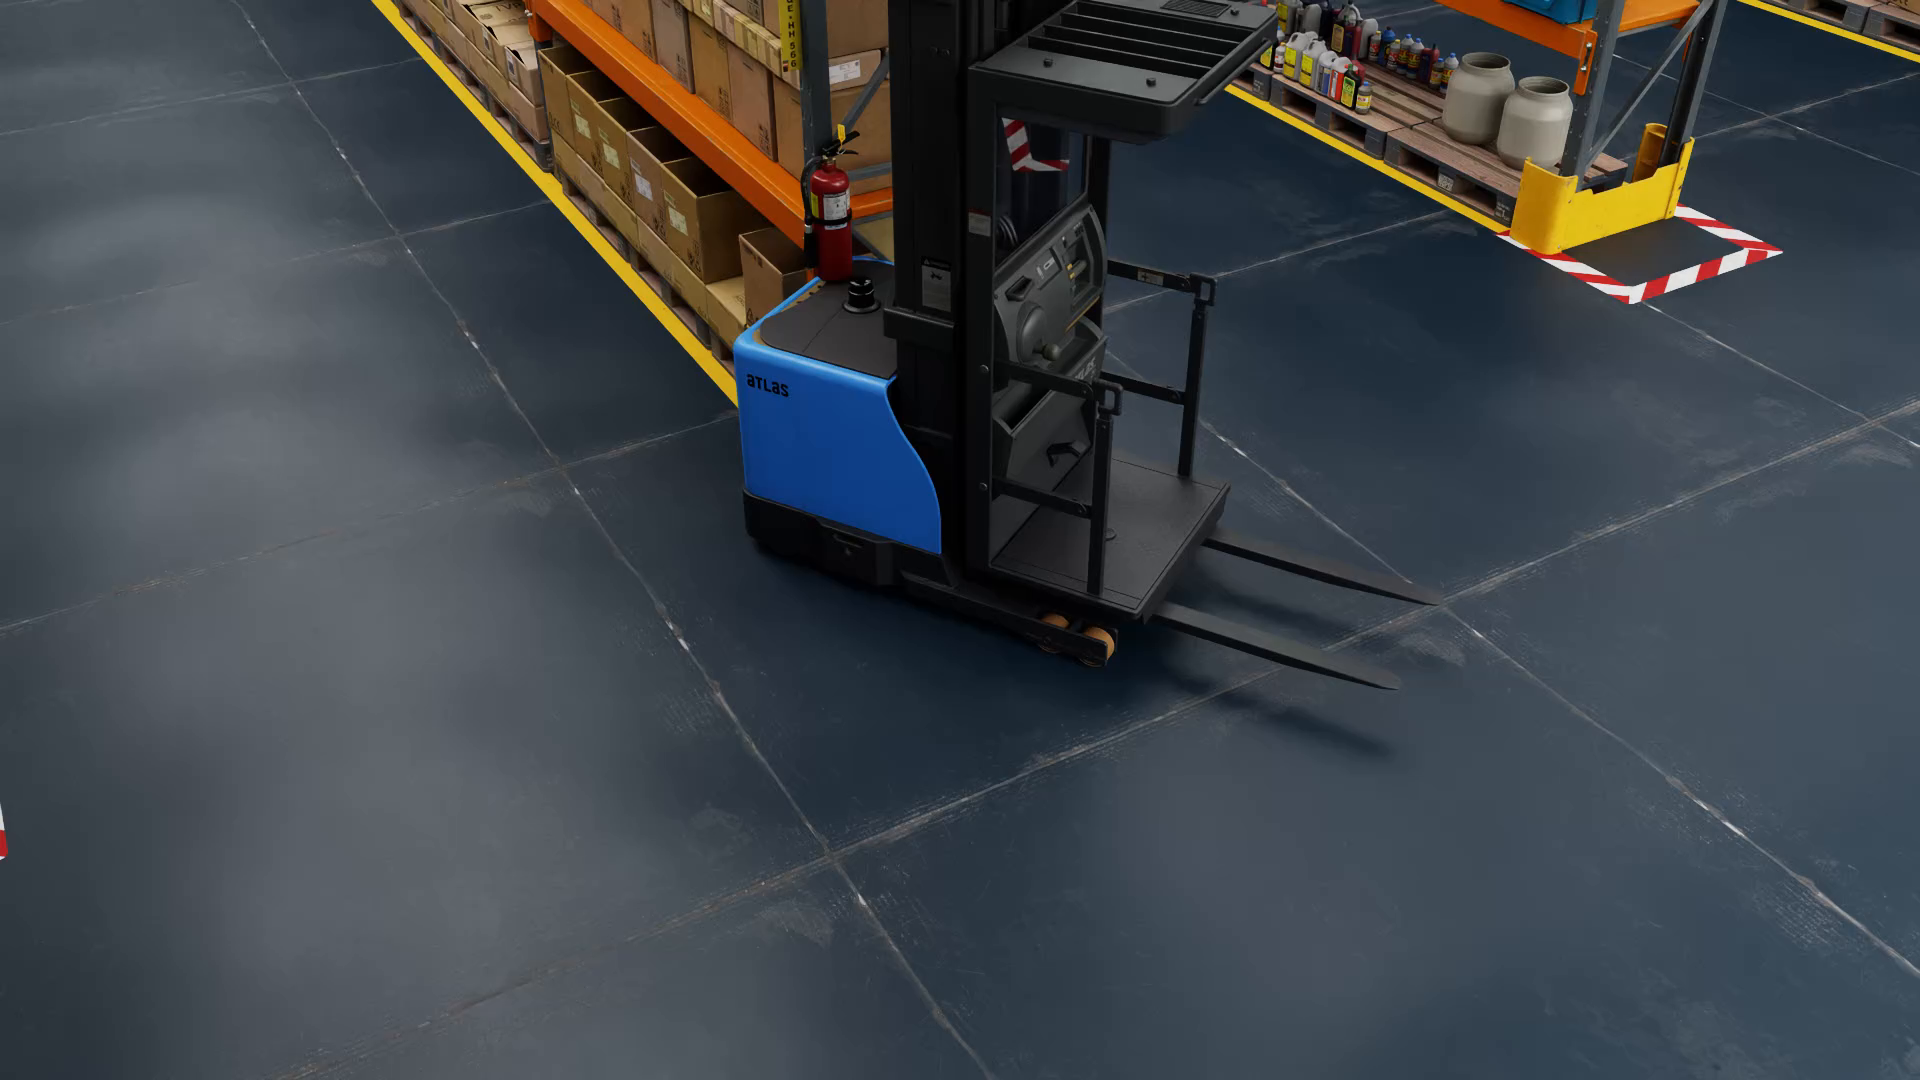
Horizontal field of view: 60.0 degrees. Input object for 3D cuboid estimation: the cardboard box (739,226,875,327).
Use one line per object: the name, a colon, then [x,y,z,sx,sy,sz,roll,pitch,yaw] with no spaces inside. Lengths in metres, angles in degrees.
cardboard box: [-0.751,-1.251,8.259,0.500,0.500,0.500,-19,40,-24]

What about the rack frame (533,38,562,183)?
rack frame: [-2.234,-3.743,10.332,1.000,3.000,0.127,-19,40,-24]

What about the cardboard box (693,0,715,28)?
cardboard box: [-1.099,-2.670,8.228,0.380,0.149,0.250,-18,40,-23]

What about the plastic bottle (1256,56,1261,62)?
plastic bottle: [2.192,-3.686,12.127,0.144,0.351,0.185,-21,41,-26]

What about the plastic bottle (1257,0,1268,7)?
plastic bottle: [2.222,-3.825,12.317,0.144,0.351,0.185,-19,40,-24]

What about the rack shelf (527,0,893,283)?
rack shelf: [-1.229,-2.433,9.148,1.077,0.370,4.000,-19,40,-24]

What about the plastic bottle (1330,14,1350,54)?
plastic bottle: [2.806,-3.741,12.259,0.061,0.283,0.133,-19,40,-24]

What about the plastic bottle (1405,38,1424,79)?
plastic bottle: [3.247,-3.437,11.853,0.097,0.271,0.097,0,36,0]

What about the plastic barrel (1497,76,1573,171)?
plastic barrel: [3.663,-2.647,10.585,0.421,0.512,0.421,0,36,0]

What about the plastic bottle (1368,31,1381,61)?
plastic bottle: [3.043,-3.615,12.156,0.097,0.201,0.097,0,36,0]

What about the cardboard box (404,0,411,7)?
cardboard box: [-4.235,-4.488,13.327,0.500,0.250,0.500,-19,40,-24]

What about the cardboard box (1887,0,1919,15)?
cardboard box: [7.713,-4.415,13.015,0.500,0.500,0.500,-9,37,-12]

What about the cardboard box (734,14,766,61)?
cardboard box: [-0.843,-2.408,7.869,0.380,0.149,0.250,-20,40,-25]

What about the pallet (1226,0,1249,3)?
pallet: [1.622,-4.472,13.694,1.003,0.211,1.213,-19,40,-24]

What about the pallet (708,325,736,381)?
pallet: [-0.645,-0.955,8.879,1.003,0.211,1.213,-19,40,-24]

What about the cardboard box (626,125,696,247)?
cardboard box: [-1.516,-2.012,9.301,0.500,0.500,0.500,-19,40,-24]

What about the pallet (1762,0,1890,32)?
pallet: [7.318,-4.596,13.864,1.003,0.211,1.213,-19,40,-24]

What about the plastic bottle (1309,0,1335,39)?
plastic bottle: [2.720,-3.976,12.524,0.144,0.351,0.185,-21,41,-26]

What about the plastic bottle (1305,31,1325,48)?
plastic bottle: [2.521,-3.496,11.930,0.152,0.276,0.135,-19,40,-24]

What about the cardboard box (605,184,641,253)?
cardboard box: [-1.770,-1.963,9.870,0.500,0.250,0.500,-19,40,-24]

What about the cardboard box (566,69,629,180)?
cardboard box: [-2.014,-2.523,10.001,0.500,0.500,0.500,-19,40,-24]

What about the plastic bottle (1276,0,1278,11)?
plastic bottle: [2.502,-4.164,12.908,0.097,0.201,0.097,0,36,0]

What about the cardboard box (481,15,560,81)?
cardboard box: [-2.952,-3.414,11.381,0.500,0.311,0.500,-18,40,-23]

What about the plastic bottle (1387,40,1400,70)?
plastic bottle: [3.146,-3.510,12.013,0.097,0.201,0.097,0,36,0]

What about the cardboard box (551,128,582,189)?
cardboard box: [-2.263,-2.476,10.572,0.500,0.250,0.500,-19,40,-24]

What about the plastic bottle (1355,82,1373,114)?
plastic bottle: [2.758,-3.024,11.346,0.097,0.201,0.097,0,36,0]

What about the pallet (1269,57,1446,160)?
pallet: [2.969,-3.105,11.823,1.003,0.211,1.213,-19,40,-24]

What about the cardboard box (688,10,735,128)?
cardboard box: [-0.960,-2.507,8.555,0.700,0.500,0.500,-19,40,-24]

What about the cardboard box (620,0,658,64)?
cardboard box: [-1.487,-3.035,9.278,0.700,0.500,0.500,-18,40,-23]

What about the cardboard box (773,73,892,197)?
cardboard box: [-0.448,-1.986,7.841,0.700,0.500,0.500,-19,40,-24]

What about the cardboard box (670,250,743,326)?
cardboard box: [-1.264,-1.455,9.174,0.500,0.250,0.500,-19,40,-24]

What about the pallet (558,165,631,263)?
pallet: [-1.871,-2.199,10.582,1.003,0.211,1.213,-19,40,-24]

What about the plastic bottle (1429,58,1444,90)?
plastic bottle: [3.367,-3.287,11.706,0.097,0.201,0.097,0,36,0]

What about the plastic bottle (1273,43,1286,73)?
plastic bottle: [2.314,-3.475,11.964,0.097,0.201,0.097,0,36,0]

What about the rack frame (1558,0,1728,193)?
rack frame: [4.060,-3.169,9.546,1.000,3.000,0.127,-19,40,-24]

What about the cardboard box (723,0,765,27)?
cardboard box: [-0.744,-2.803,7.860,0.700,0.500,0.500,-20,41,-25]

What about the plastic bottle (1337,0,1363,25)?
plastic bottle: [2.882,-3.812,12.298,0.144,0.351,0.185,-19,40,-24]

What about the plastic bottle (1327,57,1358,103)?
plastic bottle: [2.655,-3.190,11.511,0.152,0.276,0.135,-19,40,-24]

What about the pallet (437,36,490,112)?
pallet: [-3.255,-3.604,12.506,1.003,0.211,1.213,-19,40,-24]

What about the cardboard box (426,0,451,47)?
cardboard box: [-3.715,-3.969,12.616,0.500,0.250,0.500,-20,41,-25]

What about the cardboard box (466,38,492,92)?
cardboard box: [-3.203,-3.447,11.902,0.500,0.250,0.500,-18,40,-23]

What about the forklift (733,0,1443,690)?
forklift: [0.553,-1.009,6.646,3.031,2.935,1.130,18,40,22]

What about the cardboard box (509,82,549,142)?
cardboard box: [-2.693,-2.928,11.191,0.500,0.250,0.500,-19,40,-24]

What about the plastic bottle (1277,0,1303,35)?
plastic bottle: [2.499,-4.031,12.599,0.144,0.351,0.185,-19,40,-24]

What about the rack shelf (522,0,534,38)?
rack shelf: [-3.239,-4.473,11.941,1.077,0.370,4.000,-19,40,-24]

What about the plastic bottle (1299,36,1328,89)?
plastic bottle: [2.499,-3.375,11.700,0.144,0.351,0.185,-17,40,-22]

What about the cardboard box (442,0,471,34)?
cardboard box: [-3.450,-3.927,12.083,0.500,0.311,0.500,-19,40,-24]

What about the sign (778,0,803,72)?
sign: [-0.701,-2.113,6.917,0.100,0.325,0.005,-19,40,-24]

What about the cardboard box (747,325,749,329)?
cardboard box: [-0.749,-0.949,8.481,0.500,0.250,0.500,-19,40,-24]

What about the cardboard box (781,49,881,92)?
cardboard box: [-0.581,-2.144,7.508,0.380,0.149,0.250,-20,40,-25]

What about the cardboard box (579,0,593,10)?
cardboard box: [-2.006,-3.559,9.995,0.700,0.500,0.500,-20,41,-25]

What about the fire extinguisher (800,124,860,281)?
fire extinguisher: [-0.567,-1.474,7.291,0.296,0.674,0.183,-19,40,-24]
